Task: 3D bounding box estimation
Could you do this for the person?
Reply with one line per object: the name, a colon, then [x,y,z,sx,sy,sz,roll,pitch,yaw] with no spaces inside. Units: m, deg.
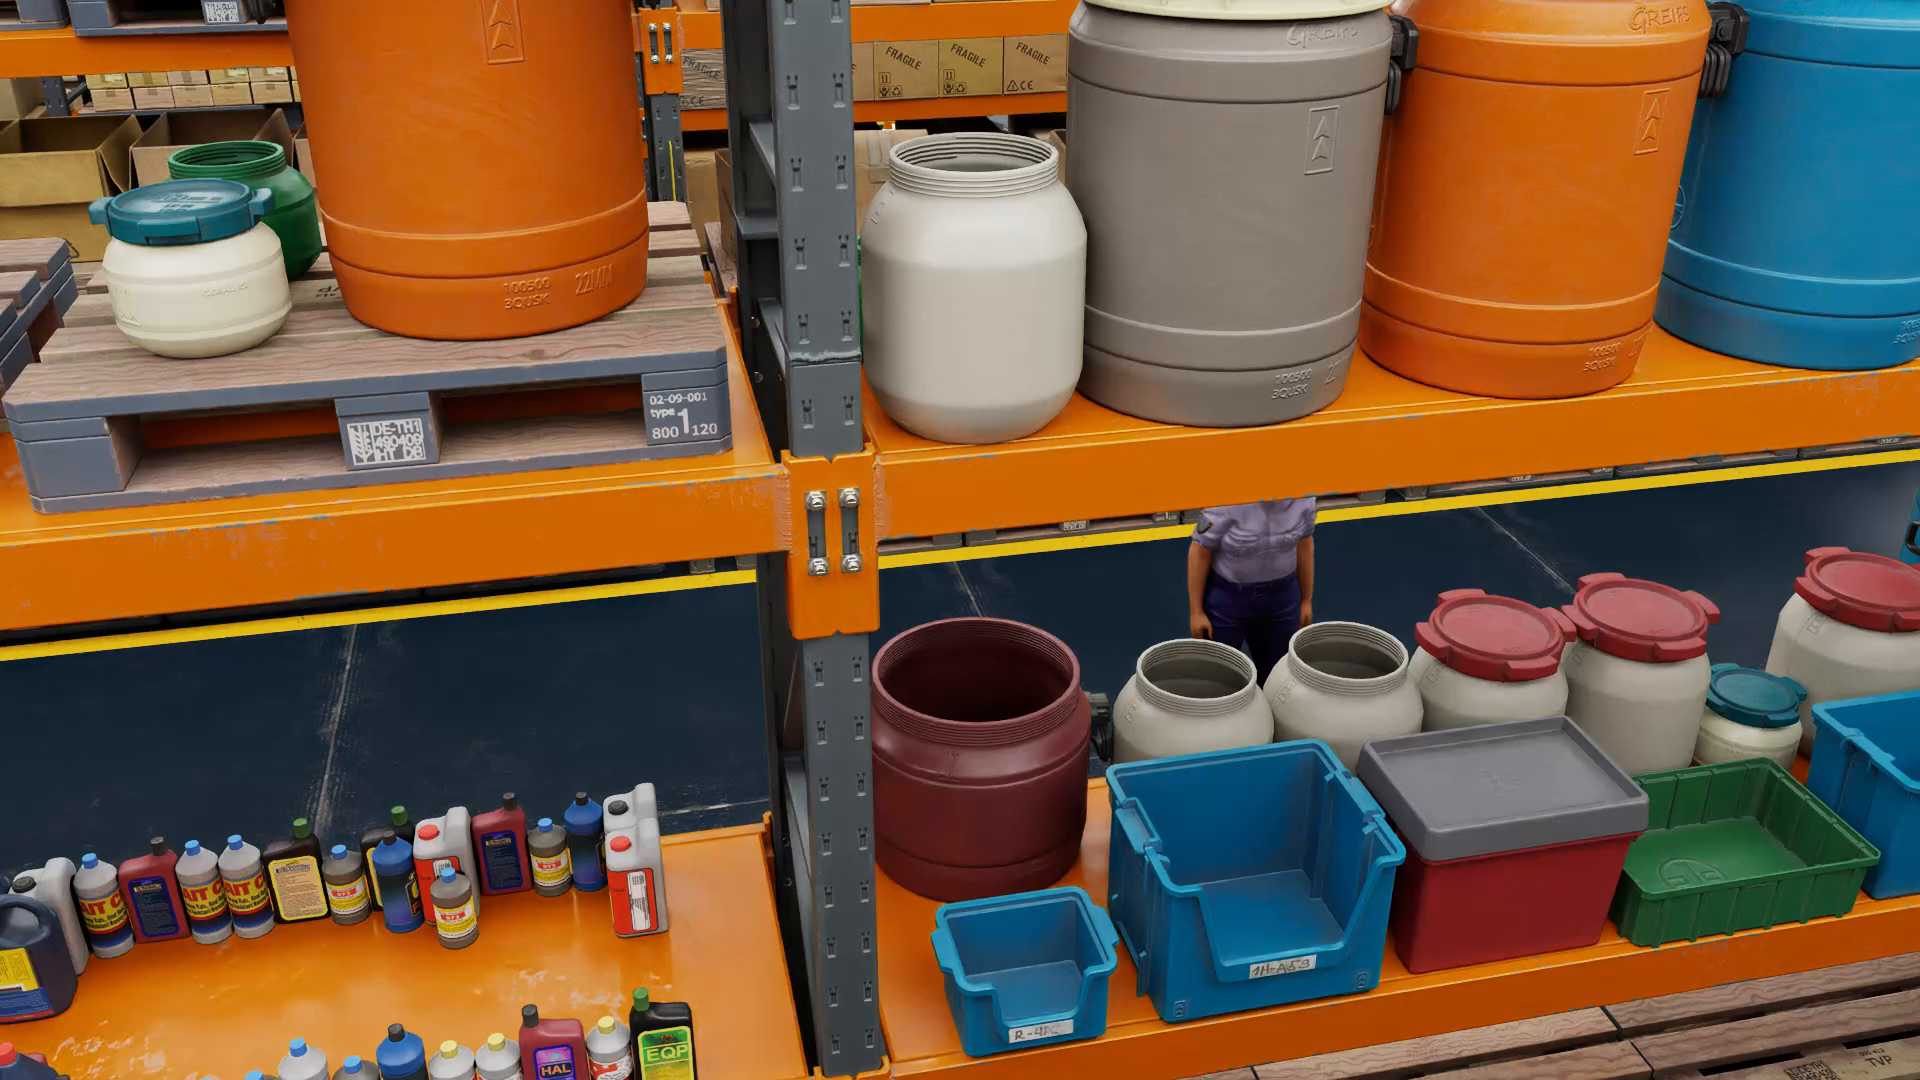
person: [1.145,0.279,6.575,0.549,1.651,0.415,-6,28,-12]
